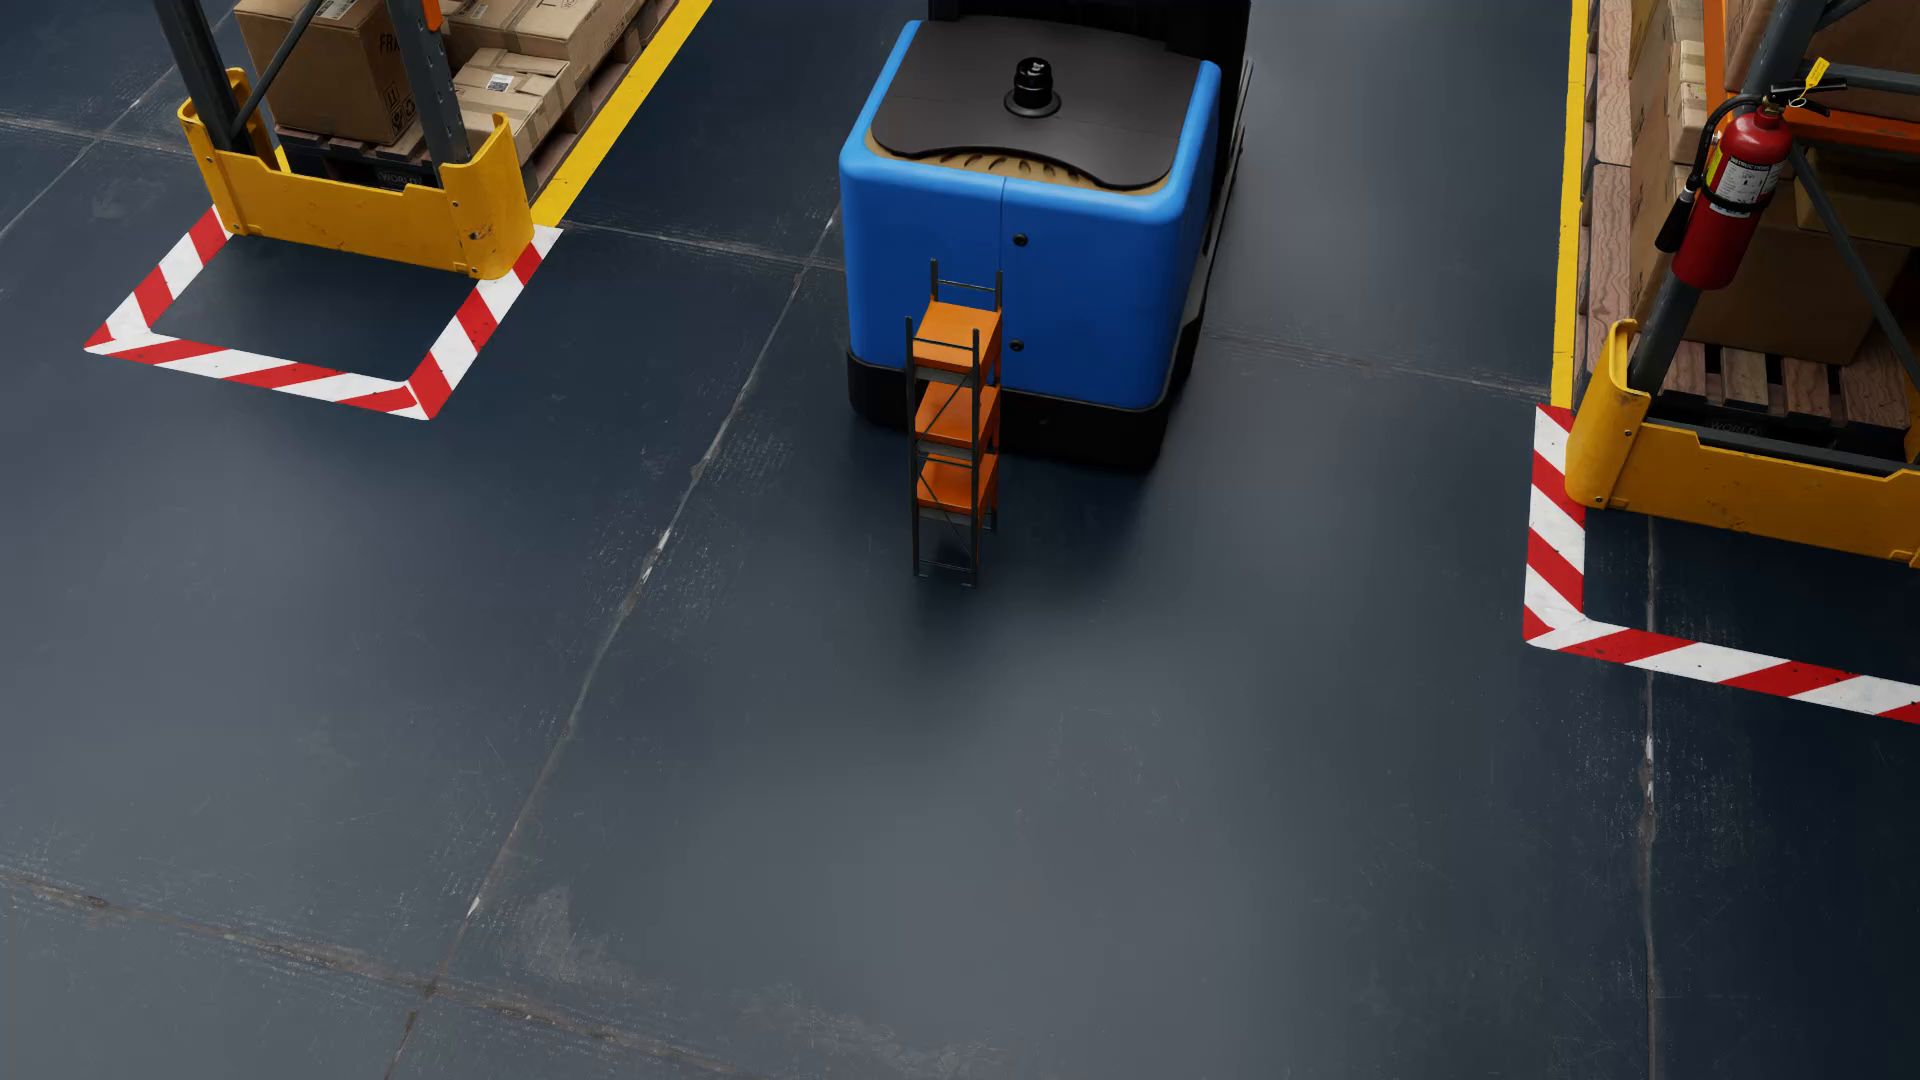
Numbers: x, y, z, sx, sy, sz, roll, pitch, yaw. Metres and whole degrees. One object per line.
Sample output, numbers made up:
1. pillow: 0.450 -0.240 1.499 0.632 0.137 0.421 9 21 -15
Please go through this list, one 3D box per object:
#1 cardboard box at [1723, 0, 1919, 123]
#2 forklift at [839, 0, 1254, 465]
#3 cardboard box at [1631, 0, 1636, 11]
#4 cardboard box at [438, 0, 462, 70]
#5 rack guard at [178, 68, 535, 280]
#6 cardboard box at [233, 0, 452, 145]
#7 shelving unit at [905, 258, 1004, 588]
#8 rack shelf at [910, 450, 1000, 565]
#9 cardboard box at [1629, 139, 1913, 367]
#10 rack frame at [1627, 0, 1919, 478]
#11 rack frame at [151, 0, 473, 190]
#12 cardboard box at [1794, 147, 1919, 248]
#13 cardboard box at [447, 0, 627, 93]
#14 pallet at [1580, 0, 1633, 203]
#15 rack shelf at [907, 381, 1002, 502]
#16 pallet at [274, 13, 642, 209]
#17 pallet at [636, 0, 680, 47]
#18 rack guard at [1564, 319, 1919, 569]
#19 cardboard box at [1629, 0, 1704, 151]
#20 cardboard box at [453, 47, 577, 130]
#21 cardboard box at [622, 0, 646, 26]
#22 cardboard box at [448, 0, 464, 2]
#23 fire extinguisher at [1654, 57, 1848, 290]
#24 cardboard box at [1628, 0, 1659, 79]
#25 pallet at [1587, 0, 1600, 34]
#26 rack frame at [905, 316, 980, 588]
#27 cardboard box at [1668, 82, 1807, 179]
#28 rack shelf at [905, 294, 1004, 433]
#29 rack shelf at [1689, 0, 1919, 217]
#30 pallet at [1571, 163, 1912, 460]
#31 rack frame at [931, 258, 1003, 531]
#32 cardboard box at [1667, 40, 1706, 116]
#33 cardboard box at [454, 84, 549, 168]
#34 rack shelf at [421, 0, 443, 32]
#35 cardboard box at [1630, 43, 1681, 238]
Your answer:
1. cardboard box: 2.688 -1.612 4.472 0.980 0.700 0.700 14 50 12
2. forklift: 0.490 -2.344 5.364 1.130 2.935 3.031 11 49 9
3. cardboard box: 3.185 -2.463 6.810 0.700 0.500 0.500 11 50 10
4. cardboard box: -2.118 -2.041 6.647 0.380 0.166 0.250 12 50 10
5. rack guard: -2.197 -1.344 6.103 1.175 0.500 0.348 12 50 10
6. cardboard box: -2.312 -1.877 6.279 0.500 0.500 0.500 12 50 10
7. shelving unit: -0.014 -0.309 4.822 0.215 1.050 0.252 12 50 10
8. rack shelf: -0.014 -0.118 5.039 0.215 0.259 0.240 12 50 10
9. cardboard box: 2.651 -0.979 5.501 0.700 0.500 0.500 12 50 10
10. rack frame: 2.563 -1.141 4.257 1.000 3.000 0.127 12 50 10
11. rack frame: -2.217 -2.116 5.117 1.000 3.000 0.127 12 50 10
12. cardboard box: 2.811 -1.064 5.143 0.380 0.149 0.250 12 50 10
13. cardboard box: -1.669 -2.051 6.600 0.500 0.250 0.500 12 50 10
14. pallet: 3.021 -1.692 6.603 1.003 0.211 1.213 12 50 10
15. rack shelf: -0.014 -0.302 4.830 0.215 0.259 0.240 12 50 10
16. pallet: -1.988 -1.825 6.720 1.003 0.211 1.213 12 50 10
17. pallet: -1.665 -2.705 7.497 1.003 0.211 1.213 12 50 10
18. rack guard: 2.557 -0.297 5.179 1.175 0.500 0.348 12 50 10
19. cardboard box: 2.914 -1.705 6.141 0.700 0.500 0.500 10 49 9
20. cardboard box: -1.709 -1.740 6.382 0.380 0.166 0.250 12 50 10
21. cardboard box: -1.537 -2.413 6.919 0.500 0.250 0.500 12 50 10
22. cardboard box: -2.033 -2.475 6.974 0.500 0.250 0.500 12 50 10
23. fire extinguisher: 2.078 -0.974 4.410 0.296 0.674 0.183 12 50 10
24. cardboard box: 3.047 -2.092 6.483 0.700 0.500 0.500 13 50 11
25. pallet: 3.340 -2.577 7.384 1.003 0.211 1.213 12 50 10
26. rack frame: -0.046 -0.220 4.744 0.200 1.050 0.008 12 50 10
27. cardboard box: 2.509 -1.323 5.371 0.380 0.149 0.250 11 49 10
28. rack shelf: -0.014 -0.489 4.617 0.215 0.259 0.240 12 50 10
29. rack shelf: 3.089 -2.350 5.803 1.077 0.370 4.000 12 50 10
30. pallet: 2.698 -0.812 5.826 1.003 0.211 1.213 12 50 10
31. rack frame: 0.018 -0.397 4.900 0.200 1.050 0.008 12 50 10
32. cardboard box: 2.575 -1.508 5.535 0.380 0.149 0.250 13 50 11
33. cardboard box: -1.775 -1.554 6.228 0.380 0.149 0.250 12 50 10
34. rack shelf: -1.691 -3.325 6.664 1.077 0.370 4.000 12 50 10
35. cardboard box: 2.782 -1.341 5.820 0.700 0.500 0.500 11 50 10
